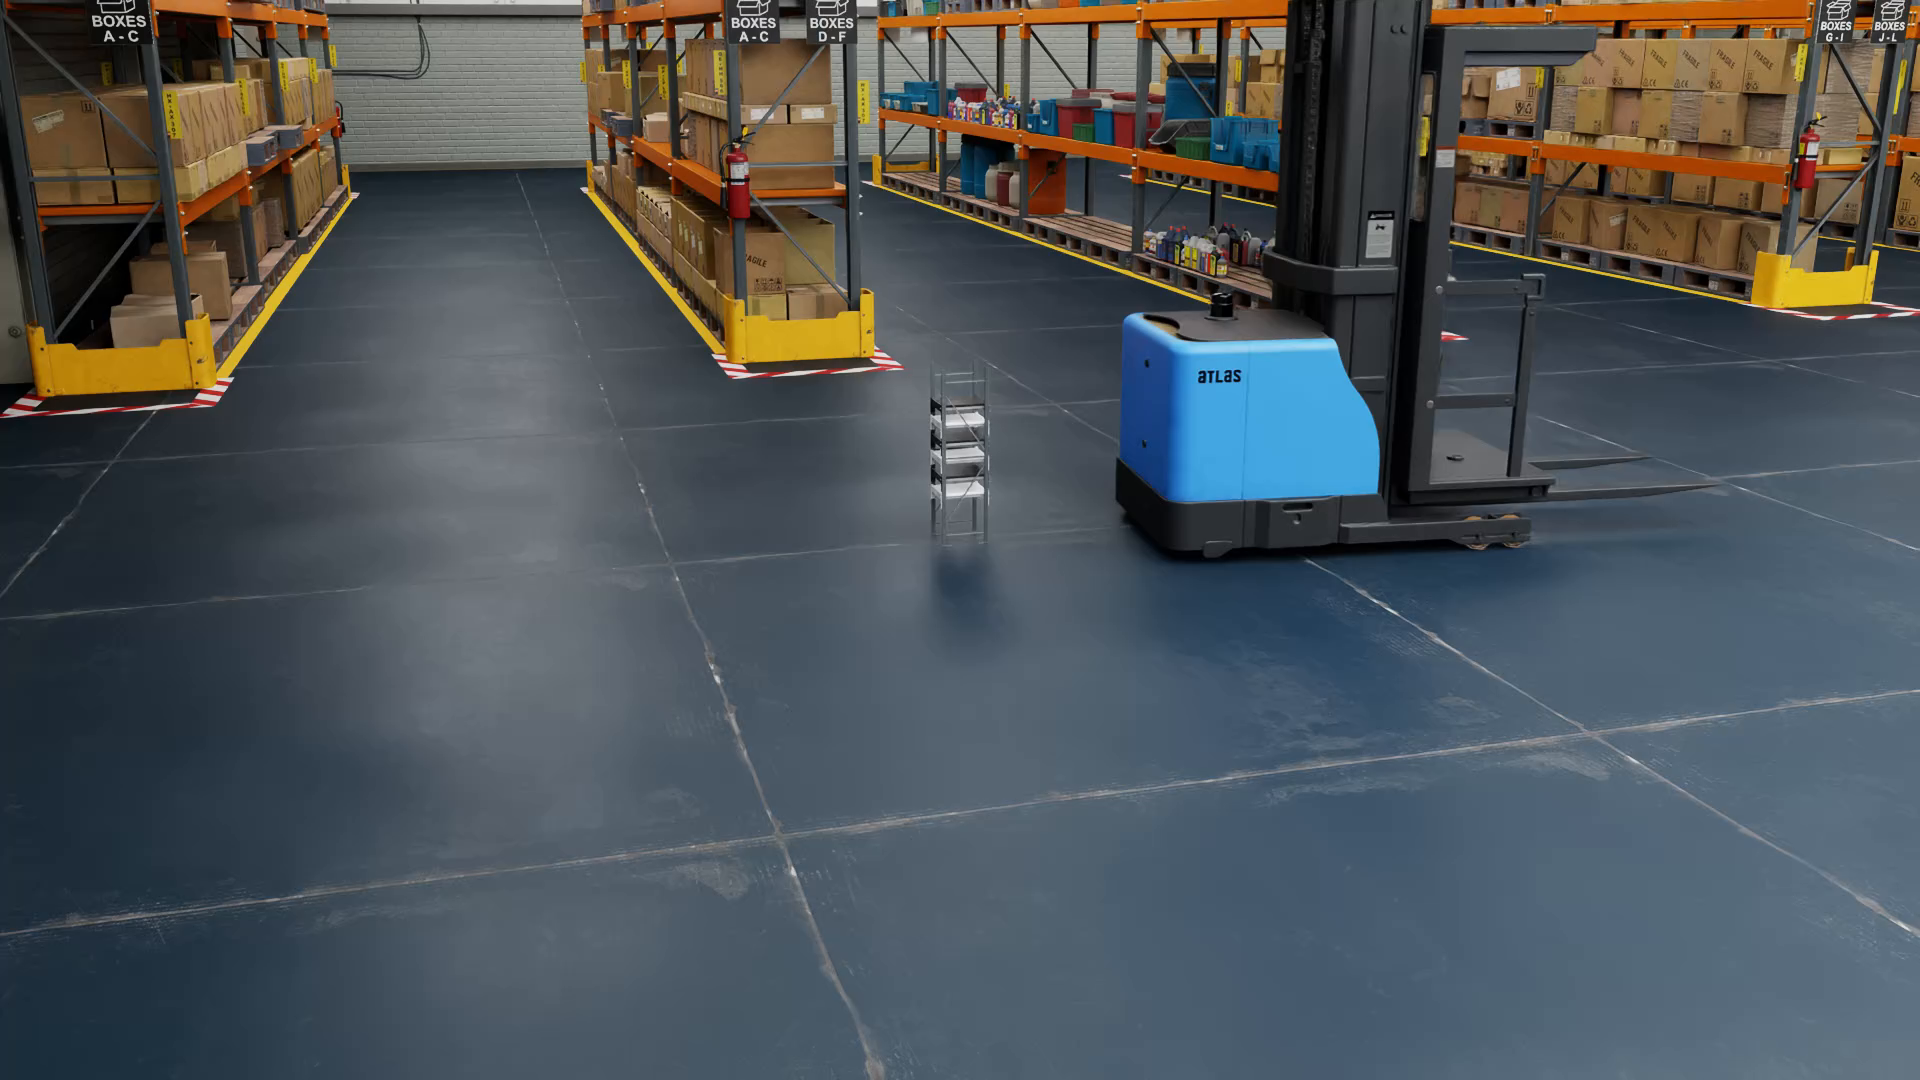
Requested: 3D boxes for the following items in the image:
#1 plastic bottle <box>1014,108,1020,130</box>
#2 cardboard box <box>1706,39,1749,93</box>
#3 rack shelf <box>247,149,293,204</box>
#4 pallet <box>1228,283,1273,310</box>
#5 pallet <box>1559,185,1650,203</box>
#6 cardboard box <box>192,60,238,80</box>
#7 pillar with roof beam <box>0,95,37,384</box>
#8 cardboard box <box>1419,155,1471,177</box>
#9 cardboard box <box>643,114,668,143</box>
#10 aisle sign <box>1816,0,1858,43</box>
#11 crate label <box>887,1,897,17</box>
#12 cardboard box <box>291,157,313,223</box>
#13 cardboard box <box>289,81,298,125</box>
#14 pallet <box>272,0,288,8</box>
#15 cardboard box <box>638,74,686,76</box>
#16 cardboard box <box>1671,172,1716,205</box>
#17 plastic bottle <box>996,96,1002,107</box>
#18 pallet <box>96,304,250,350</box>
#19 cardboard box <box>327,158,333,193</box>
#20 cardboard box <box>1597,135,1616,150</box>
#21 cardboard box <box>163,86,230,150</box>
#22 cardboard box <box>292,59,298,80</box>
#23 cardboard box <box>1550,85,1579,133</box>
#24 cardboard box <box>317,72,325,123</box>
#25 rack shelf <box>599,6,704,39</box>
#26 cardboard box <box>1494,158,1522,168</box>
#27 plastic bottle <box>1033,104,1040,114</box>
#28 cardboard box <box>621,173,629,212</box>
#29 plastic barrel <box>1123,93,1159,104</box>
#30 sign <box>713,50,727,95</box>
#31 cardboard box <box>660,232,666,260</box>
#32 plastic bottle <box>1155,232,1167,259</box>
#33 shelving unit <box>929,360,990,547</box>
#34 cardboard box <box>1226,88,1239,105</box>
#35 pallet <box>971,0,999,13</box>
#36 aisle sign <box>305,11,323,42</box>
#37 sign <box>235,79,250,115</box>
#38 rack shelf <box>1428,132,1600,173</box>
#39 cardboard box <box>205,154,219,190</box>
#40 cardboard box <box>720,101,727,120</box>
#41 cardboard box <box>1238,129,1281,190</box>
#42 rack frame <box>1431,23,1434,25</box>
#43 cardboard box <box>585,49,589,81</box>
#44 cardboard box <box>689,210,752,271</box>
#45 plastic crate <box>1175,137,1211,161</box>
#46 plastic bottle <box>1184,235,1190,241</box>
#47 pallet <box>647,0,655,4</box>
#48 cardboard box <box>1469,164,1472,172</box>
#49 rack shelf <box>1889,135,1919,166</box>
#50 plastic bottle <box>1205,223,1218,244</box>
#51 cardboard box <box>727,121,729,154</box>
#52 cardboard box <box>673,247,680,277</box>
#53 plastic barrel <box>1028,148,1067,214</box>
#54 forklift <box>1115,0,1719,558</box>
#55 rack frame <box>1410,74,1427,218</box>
[{"bbox_3d":[0.754,-5.545,21.899,0.061,0.283,0.133,-5,17,-15],"label":"plastic bottle"},{"bbox_3d":[7.705,-4.641,16.258,0.500,0.500,0.500,-5,17,-15],"label":"cardboard box"},{"bbox_3d":[-7.700,-3.841,17.276,1.077,0.370,4.000,-5,17,-15],"label":"rack shelf"},{"bbox_3d":[3.190,-2.216,15.464,1.003,0.211,1.213,-5,17,-15],"label":"pallet"},{"bbox_3d":[10.290,-5.496,26.381,1.003,0.211,1.213,-5,17,-15],"label":"pallet"},{"bbox_3d":[-8.624,-5.403,19.196,0.500,0.250,0.500,-4,17,-14],"label":"cardboard box"},{"bbox_3d":[-2.936,-5.865,12.335,9.100,9.000,0.400,-5,17,-15],"label":"pillar with roof beam"},{"bbox_3d":[6.407,-4.958,22.019,0.500,0.250,0.500,-3,17,-9],"label":"cardboard box"},{"bbox_3d":[-3.428,-4.826,19.460,0.500,0.311,0.500,-5,17,-16],"label":"cardboard box"},{"bbox_3d":[7.965,-4.905,15.049,0.394,0.787,0.004,-5,17,-15],"label":"aisle sign"},{"bbox_3d":[-0.980,-8.820,27.644,0.408,0.251,0.502,-5,17,-15],"label":"crate label"},{"bbox_3d":[-8.560,-4.367,20.783,0.750,0.750,0.750,-5,17,-16],"label":"cardboard box"},{"bbox_3d":[-8.272,-5.239,19.954,0.500,0.500,0.500,-4,17,-13],"label":"cardboard box"},{"bbox_3d":[-8.478,-6.259,19.189,1.213,0.211,1.003,-4,17,-13],"label":"pallet"},{"bbox_3d":[-3.837,-5.814,21.690,0.700,0.500,0.500,-1,17,-5],"label":"cardboard box"},{"bbox_3d":[10.916,-5.226,23.817,1.050,0.750,0.750,-5,17,-16],"label":"cardboard box"},{"bbox_3d":[0.605,-6.365,24.514,0.144,0.351,0.185,-5,17,-15],"label":"plastic bottle"},{"bbox_3d":[-6.593,-1.776,13.998,1.003,0.211,1.213,-5,17,-15],"label":"pallet"},{"bbox_3d":[-9.883,-5.493,25.139,0.700,0.500,0.500,-5,18,-17],"label":"cardboard box"},{"bbox_3d":[7.166,-4.326,18.076,0.380,0.149,0.250,-5,17,-15],"label":"cardboard box"},{"bbox_3d":[-6.453,-3.545,13.963,0.500,0.500,0.500,-5,17,-17],"label":"cardboard box"},{"bbox_3d":[-8.563,-5.871,20.755,0.500,0.250,0.500,-5,17,-16],"label":"cardboard box"},{"bbox_3d":[7.201,-4.868,18.754,0.875,0.500,0.500,-5,17,-15],"label":"cardboard box"},{"bbox_3d":[-9.678,-6.343,23.832,0.980,0.700,0.700,-5,17,-17],"label":"cardboard box"},{"bbox_3d":[-4.038,-6.777,21.835,1.077,0.370,4.000,-5,17,-15],"label":"rack shelf"},{"bbox_3d":[9.343,-6.425,28.335,0.380,0.149,0.250,-4,17,-14],"label":"cardboard box"},{"bbox_3d":[1.086,-5.992,23.401,0.152,0.276,0.135,-5,17,-15],"label":"plastic bottle"},{"bbox_3d":[-4.263,-4.673,22.376,0.500,0.500,0.500,-5,18,-17],"label":"cardboard box"},{"bbox_3d":[2.121,-4.966,19.533,0.433,0.535,0.433,0,17,0],"label":"plastic barrel"},{"bbox_3d":[-1.815,-3.548,12.624,0.100,0.325,0.005,-5,17,-15],"label":"sign"},{"bbox_3d":[-2.919,-3.141,17.745,0.500,0.250,0.500,-5,17,-16],"label":"cardboard box"},{"bbox_3d":[2.156,-3.112,17.568,0.152,0.276,0.135,-4,17,-13],"label":"plastic bottle"},{"bbox_3d":[-0.002,-0.433,8.330,0.258,0.900,0.210,-5,17,-15],"label":"shelving unit"},{"bbox_3d":[4.565,-7.192,26.925,0.500,0.250,0.500,-5,17,-16],"label":"cardboard box"},{"bbox_3d":[0.800,-7.452,23.161,1.003,0.211,1.213,-5,17,-15],"label":"pallet"},{"bbox_3d":[-10.180,-8.241,26.153,0.394,0.787,0.004,-5,17,-15],"label":"aisle sign"},{"bbox_3d":[-6.631,-4.092,15.356,0.100,0.325,0.005,-5,17,-15],"label":"sign"},{"bbox_3d":[6.588,-5.016,21.187,1.077,0.370,4.000,-5,17,-15],"label":"rack shelf"},{"bbox_3d":[-6.171,-2.908,13.144,0.500,0.250,0.500,-5,17,-16],"label":"cardboard box"},{"bbox_3d":[-1.788,-3.581,13.857,0.380,0.149,0.250,-4,17,-15],"label":"cardboard box"},{"bbox_3d":[5.134,-6.028,26.270,1.225,0.875,0.875,-5,17,-15],"label":"cardboard box"},{"bbox_3d":[6.038,-5.914,22.926,1.000,3.000,0.127,-5,17,-15],"label":"rack frame"},{"bbox_3d":[-5.818,-7.728,27.052,0.500,0.500,0.500,-4,17,-14],"label":"cardboard box"},{"bbox_3d":[-2.148,-2.701,14.976,0.500,0.500,0.500,-5,17,-15],"label":"cardboard box"},{"bbox_3d":[2.477,-3.917,16.645,0.450,0.188,0.662,-5,17,-15],"label":"plastic crate"},{"bbox_3d":[2.354,-3.033,17.314,0.097,0.271,0.097,0,17,0],"label":"plastic bottle"},{"bbox_3d":[-2.905,-5.988,18.287,1.003,0.211,1.213,-4,17,-13],"label":"pallet"},{"bbox_3d":[9.016,-6.588,29.396,0.380,0.149,0.250,-5,17,-15],"label":"cardboard box"},{"bbox_3d":[12.484,-4.274,18.716,1.077,0.370,4.000,-5,17,-15],"label":"rack shelf"},{"bbox_3d":[2.691,-3.191,17.701,0.144,0.351,0.185,-5,17,-15],"label":"plastic bottle"},{"bbox_3d":[-1.554,-3.242,13.856,0.700,0.500,0.500,-4,17,-14],"label":"cardboard box"},{"bbox_3d":[-2.553,-2.757,16.467,0.500,0.250,0.500,-5,17,-15],"label":"cardboard box"},{"bbox_3d":[1.125,-4.818,22.320,0.600,0.830,0.708,-5,17,-15],"label":"plastic barrel"},{"bbox_3d":[2.399,-1.500,8.351,3.031,2.935,1.130,-3,17,-9],"label":"forklift"},{"bbox_3d":[3.474,-3.309,14.255,1.000,3.000,0.127,-5,17,-15],"label":"rack frame"}]
